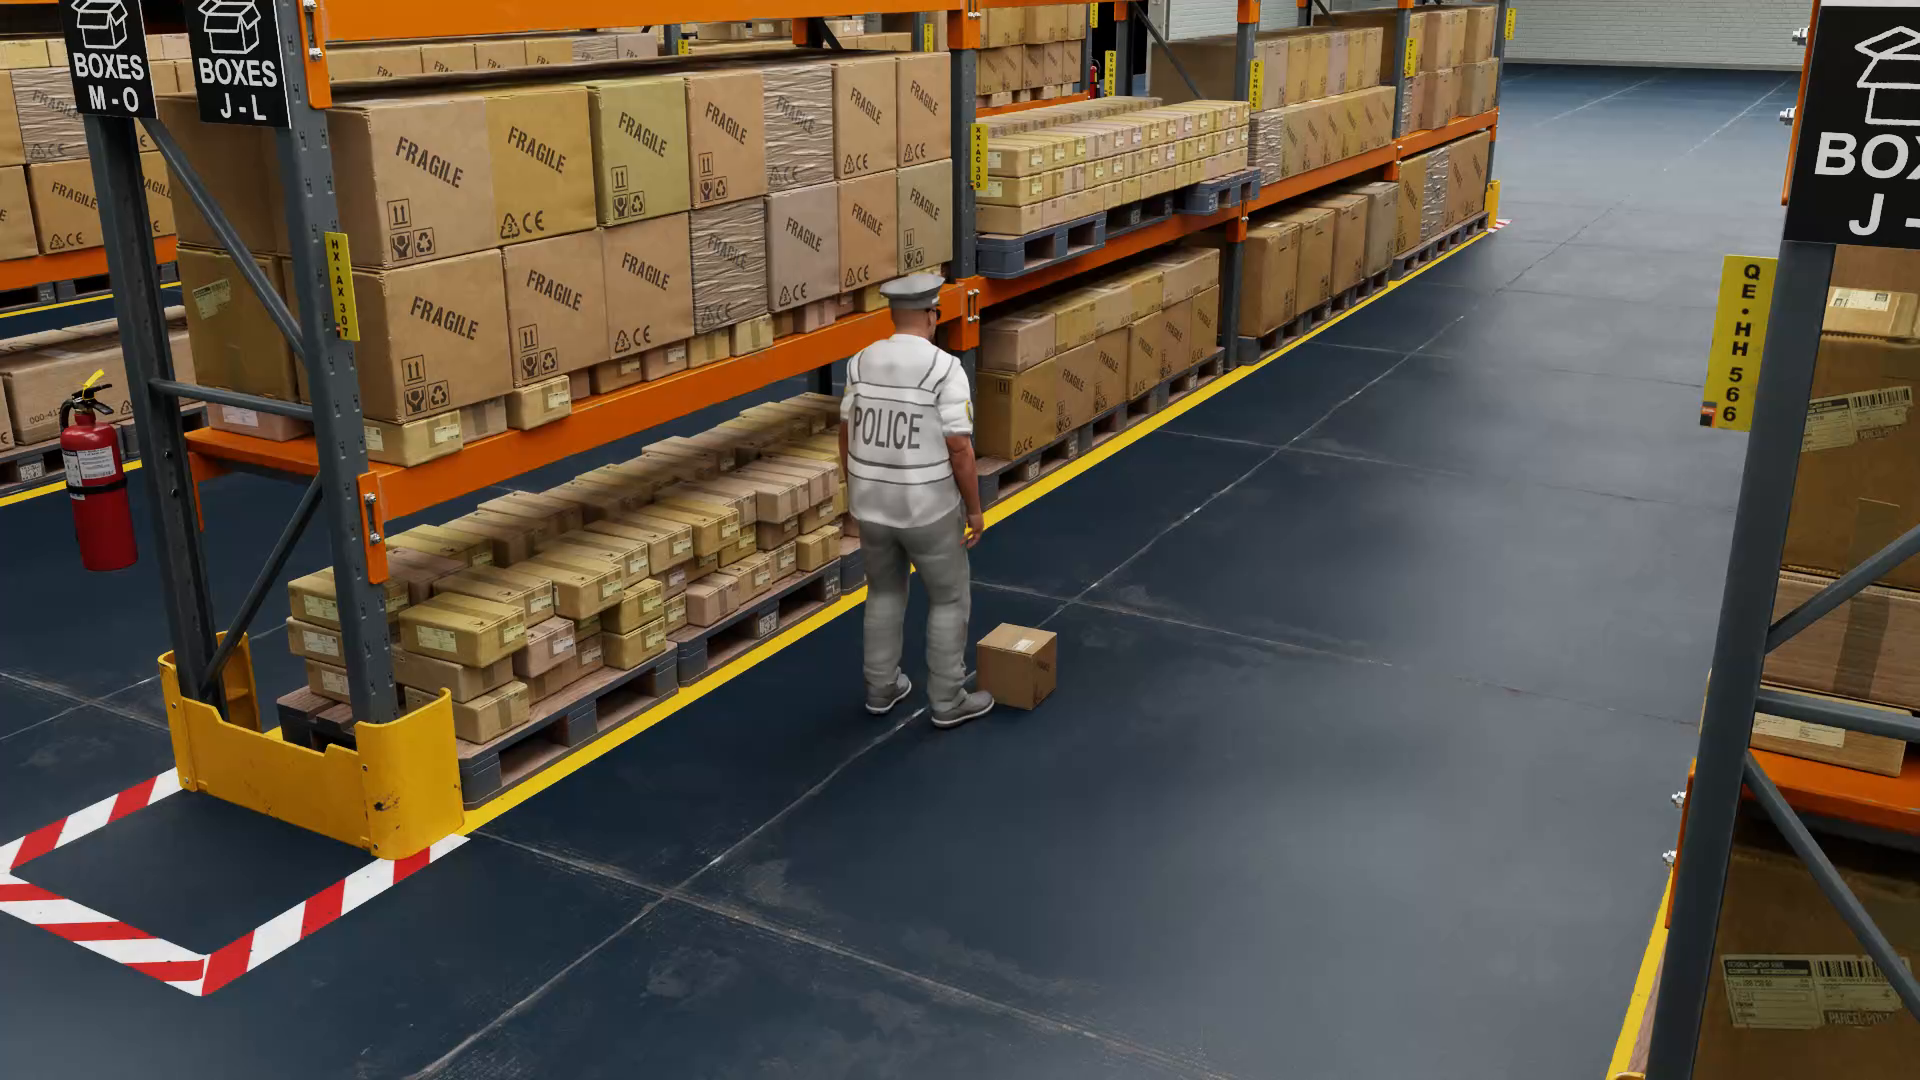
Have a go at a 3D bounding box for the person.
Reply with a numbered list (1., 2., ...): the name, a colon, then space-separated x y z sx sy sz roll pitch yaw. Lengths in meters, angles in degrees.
1. person: -0.195 -0.134 6.439 0.587 1.748 0.435 10 22 26
